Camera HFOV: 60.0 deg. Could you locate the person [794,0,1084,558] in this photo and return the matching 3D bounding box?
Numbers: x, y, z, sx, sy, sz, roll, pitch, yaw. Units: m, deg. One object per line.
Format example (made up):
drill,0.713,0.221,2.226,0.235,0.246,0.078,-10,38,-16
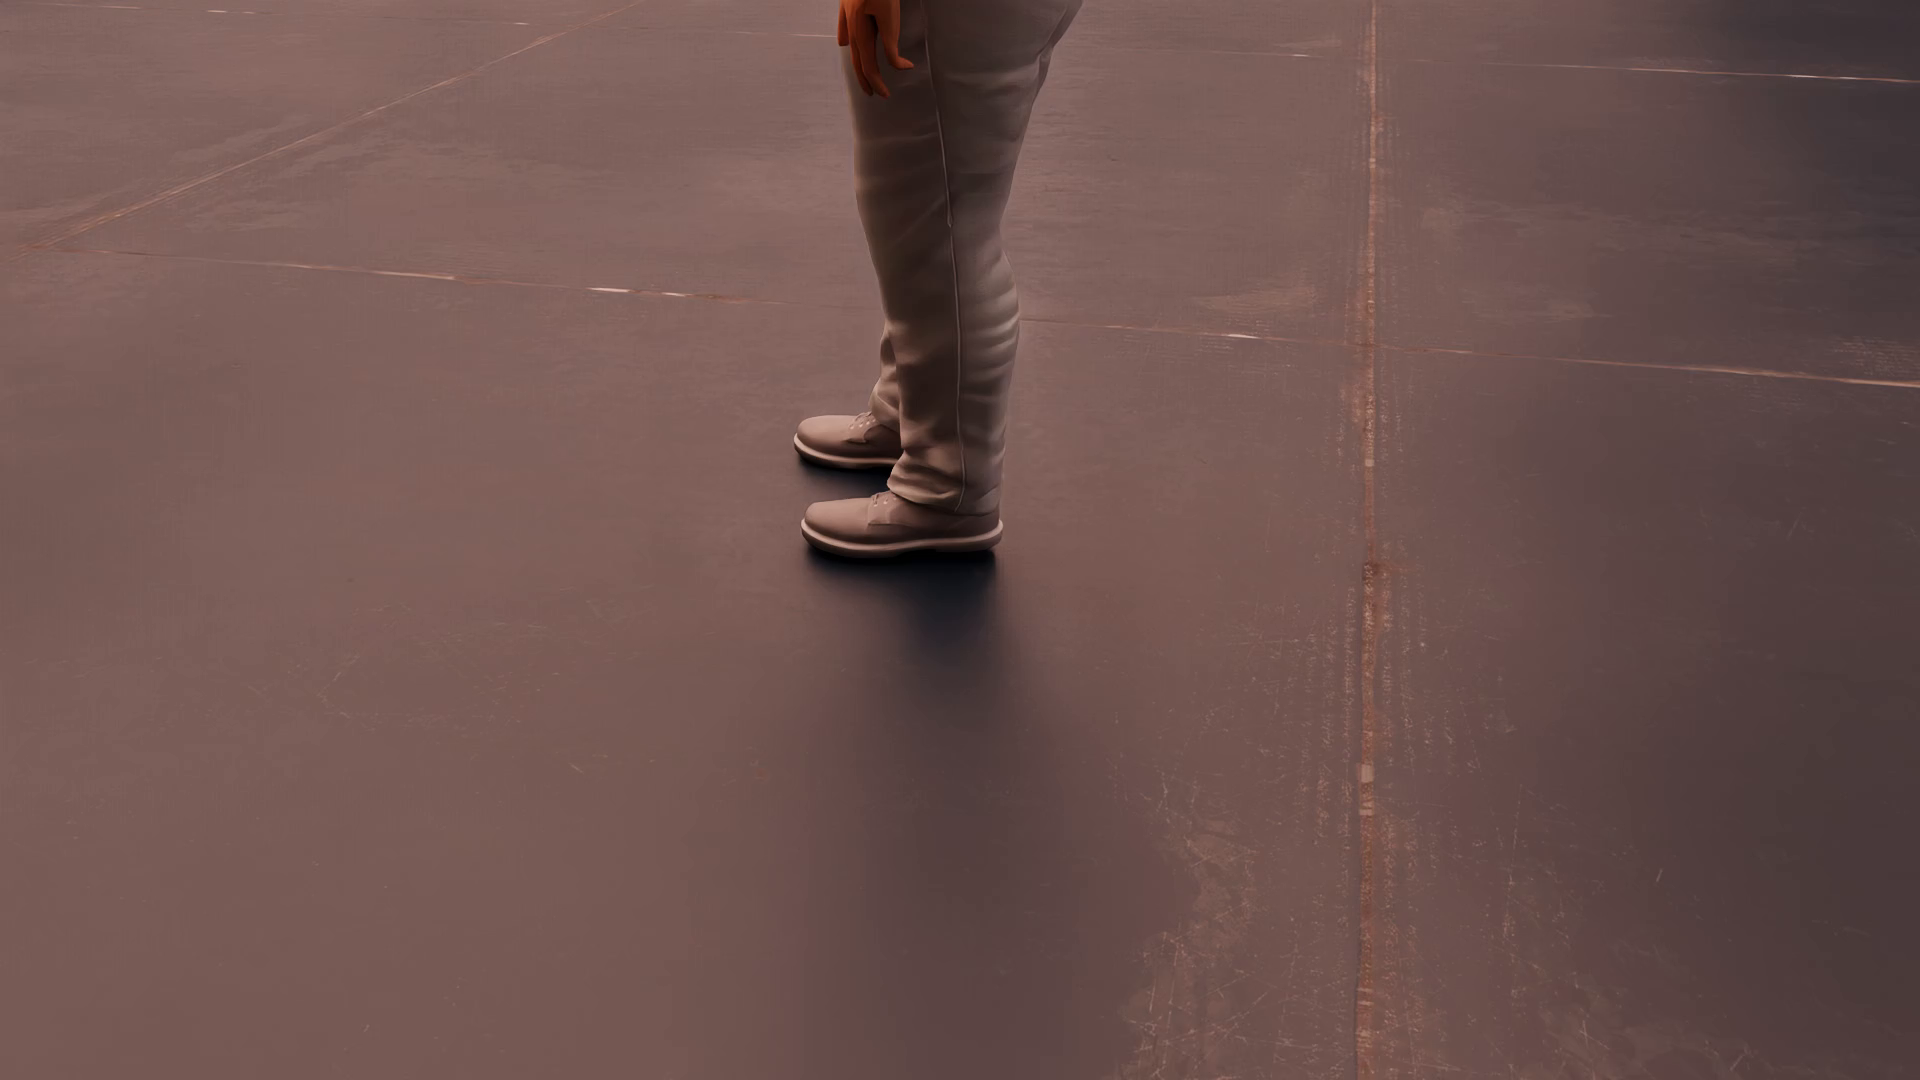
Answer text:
person,-0.070,-0.768,2.157,0.529,1.670,0.598,6,27,11
